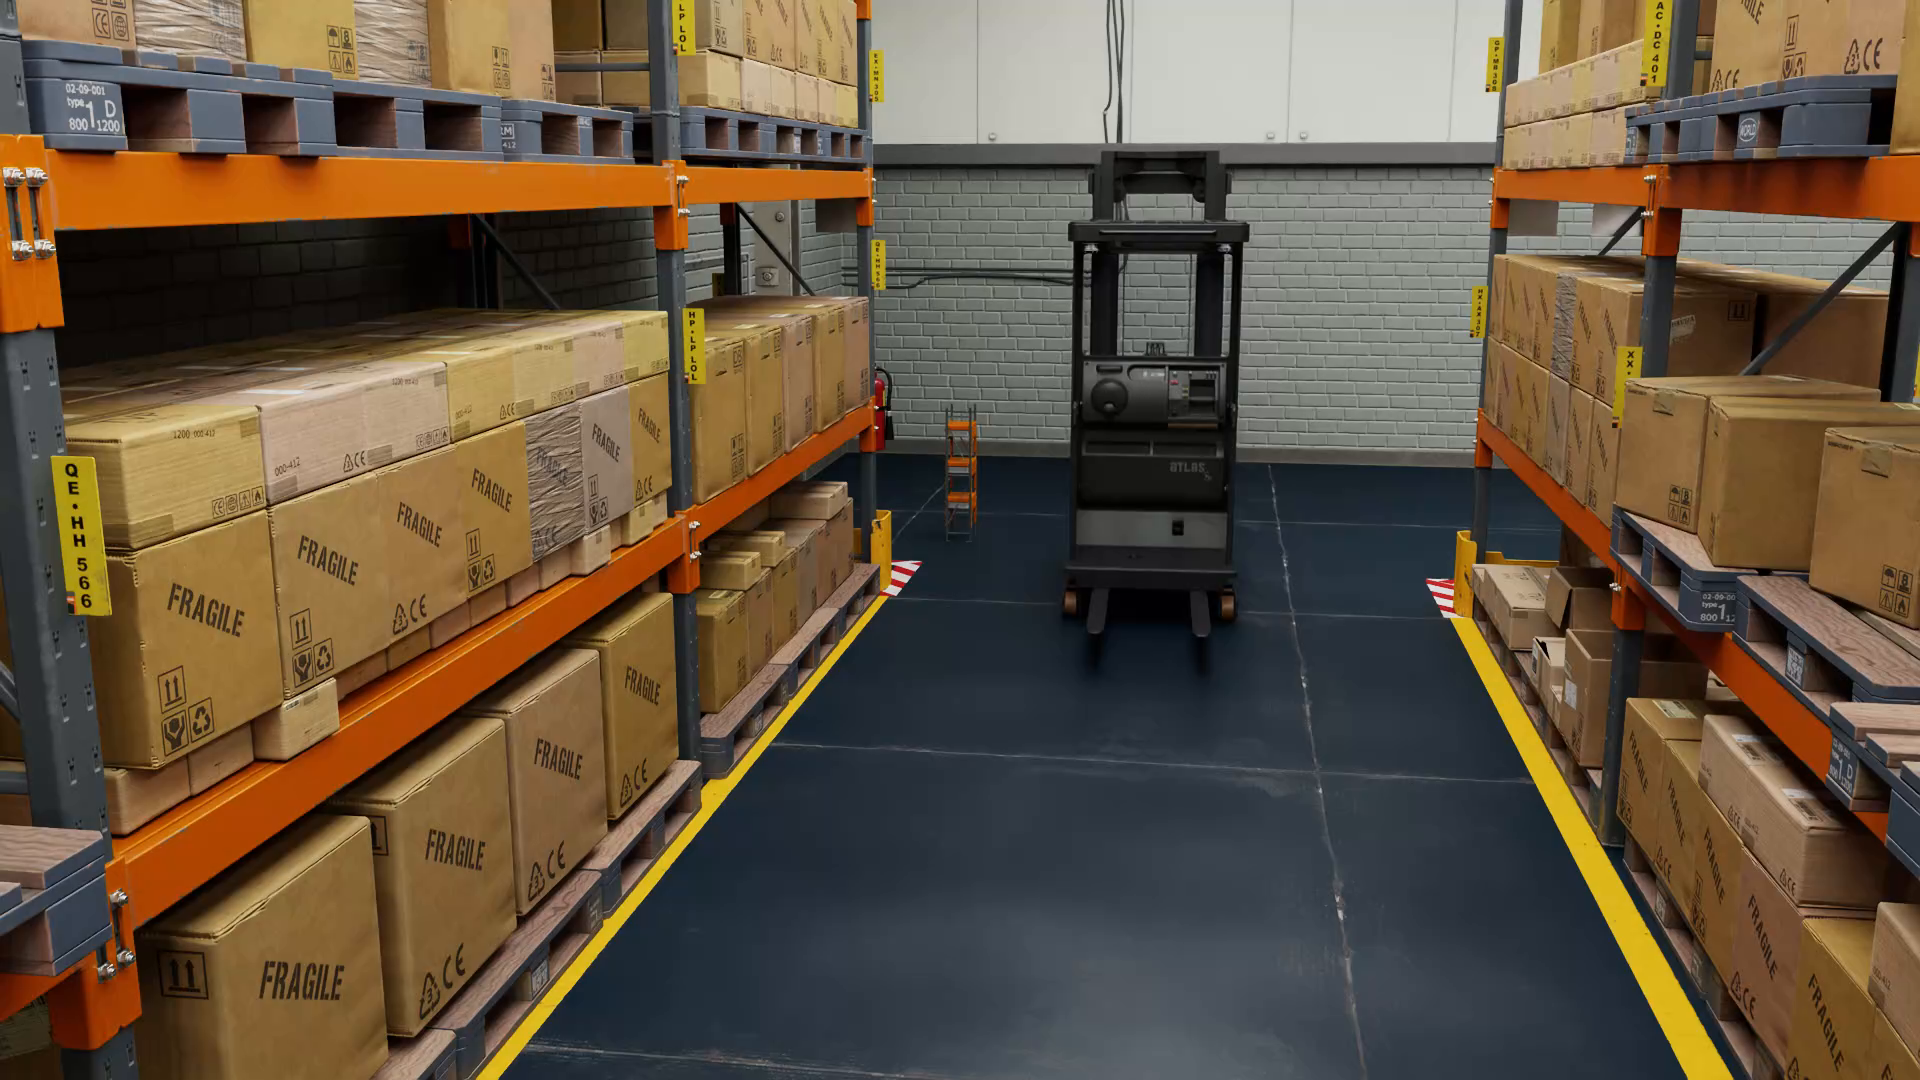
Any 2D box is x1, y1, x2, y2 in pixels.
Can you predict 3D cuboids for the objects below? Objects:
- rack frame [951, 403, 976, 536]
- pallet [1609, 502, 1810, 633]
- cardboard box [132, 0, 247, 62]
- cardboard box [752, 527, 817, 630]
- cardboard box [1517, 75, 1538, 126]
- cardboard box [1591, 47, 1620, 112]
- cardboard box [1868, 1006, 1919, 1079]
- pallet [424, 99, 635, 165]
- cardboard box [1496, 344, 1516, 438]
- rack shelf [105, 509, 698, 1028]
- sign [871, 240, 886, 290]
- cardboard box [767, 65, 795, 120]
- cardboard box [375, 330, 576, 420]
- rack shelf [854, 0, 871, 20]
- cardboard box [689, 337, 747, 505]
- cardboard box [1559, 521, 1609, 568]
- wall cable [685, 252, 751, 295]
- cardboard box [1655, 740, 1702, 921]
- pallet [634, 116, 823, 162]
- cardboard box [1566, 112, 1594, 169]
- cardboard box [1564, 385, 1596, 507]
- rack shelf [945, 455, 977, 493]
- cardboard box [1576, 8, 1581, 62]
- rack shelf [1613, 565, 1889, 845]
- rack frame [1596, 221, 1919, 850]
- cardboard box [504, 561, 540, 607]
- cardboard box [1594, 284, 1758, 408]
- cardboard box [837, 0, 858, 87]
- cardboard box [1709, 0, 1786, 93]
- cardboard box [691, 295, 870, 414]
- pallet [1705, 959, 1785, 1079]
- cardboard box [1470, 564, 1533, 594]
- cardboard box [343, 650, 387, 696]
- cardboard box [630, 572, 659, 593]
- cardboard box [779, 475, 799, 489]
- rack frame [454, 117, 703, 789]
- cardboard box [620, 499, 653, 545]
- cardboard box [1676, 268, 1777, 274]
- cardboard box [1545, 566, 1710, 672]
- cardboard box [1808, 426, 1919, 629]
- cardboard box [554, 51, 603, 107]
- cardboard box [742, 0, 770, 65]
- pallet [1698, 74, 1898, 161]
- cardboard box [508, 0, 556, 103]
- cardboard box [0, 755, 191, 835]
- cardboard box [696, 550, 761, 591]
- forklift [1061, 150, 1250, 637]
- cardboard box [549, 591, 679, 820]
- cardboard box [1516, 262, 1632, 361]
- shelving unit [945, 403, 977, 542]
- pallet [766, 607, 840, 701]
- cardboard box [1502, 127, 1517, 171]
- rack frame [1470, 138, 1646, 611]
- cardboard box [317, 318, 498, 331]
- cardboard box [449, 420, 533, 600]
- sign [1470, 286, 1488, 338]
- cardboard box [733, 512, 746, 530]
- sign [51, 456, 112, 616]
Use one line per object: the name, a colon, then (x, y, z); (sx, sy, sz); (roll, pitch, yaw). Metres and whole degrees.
rack frame: (0.027, -0.550, 13.052); (0.200, 1.050, 0.008); (2, 12, 9)
pallet: (2.972, 0.089, 5.918); (1.003, 0.211, 1.213); (2, 12, 9)
cardboard box: (-2.260, -1.440, 4.154); (0.700, 0.500, 0.500); (1, 12, 6)
cardboard box: (-1.240, 0.214, 9.816); (0.700, 0.500, 0.500); (1, 12, 7)
cardboard box: (3.398, -2.436, 9.225); (0.500, 0.250, 0.500); (2, 12, 9)
cardboard box: (3.090, -2.019, 7.293); (0.500, 0.250, 0.500); (2, 12, 9)
cardboard box: (2.500, 1.469, 3.945); (0.500, 0.500, 0.500); (2, 12, 11)
pallet: (-1.785, -1.508, 6.205); (0.805, 0.209, 1.217); (1, 12, 6)
cardboard box: (3.415, -0.858, 9.618); (0.500, 0.500, 0.500); (2, 12, 8)
rack shelf: (-2.000, 0.440, 5.538); (1.077, 0.370, 4.000); (2, 12, 9)
sign: (-0.543, -1.822, 11.016); (0.100, 0.325, 0.005); (2, 12, 9)
cardboard box: (-1.162, -2.323, 8.654); (0.500, 0.250, 0.500); (2, 12, 7)
cardboard box: (-1.678, -0.581, 5.796); (0.500, 0.250, 0.500); (2, 12, 10)
rack shelf: (-1.385, -3.130, 8.812); (1.077, 0.370, 4.000); (2, 12, 9)
cardboard box: (-1.593, -0.587, 7.884); (0.980, 0.700, 0.700); (2, 12, 10)
cardboard box: (3.978, 0.127, 10.171); (0.500, 0.500, 0.500); (2, 12, 9)
wall cable: (-1.815, -1.954, 12.530); (0.084, 1.984, 1.851); (2, 12, 9)
cardboard box: (2.817, 1.043, 5.922); (0.500, 0.500, 0.500); (2, 12, 9)
pallet: (-1.366, -2.174, 9.051); (1.003, 0.211, 1.213); (2, 12, 9)
cardboard box: (3.171, -1.879, 7.828); (0.500, 0.250, 0.500); (2, 12, 9)
cardboard box: (3.104, -0.437, 7.662); (0.500, 0.500, 0.500); (2, 12, 10)
rack shelf: (0.008, -0.514, 12.937); (0.215, 0.259, 0.240); (2, 12, 9)
cardboard box: (3.624, -2.688, 8.617); (0.700, 0.500, 0.500); (2, 12, 9)
rack shelf: (2.895, 0.600, 4.797); (1.077, 0.370, 4.000); (2, 12, 9)
rack frame: (3.203, -0.168, 6.653); (1.000, 3.000, 0.127); (2, 12, 9)
cardboard box: (-1.703, 0.128, 5.829); (0.380, 0.149, 0.250); (2, 12, 7)
cardboard box: (3.025, -0.819, 7.064); (0.500, 0.500, 0.500); (2, 12, 9)
cardboard box: (-0.920, -3.013, 10.076); (0.500, 0.500, 0.500); (2, 12, 8)
cardboard box: (3.053, -1.835, 5.796); (0.600, 0.600, 0.600); (1, 12, 3)
cardboard box: (-1.146, -1.201, 10.732); (0.980, 0.700, 0.700); (2, 12, 11)
pallet: (2.930, 1.620, 4.974); (1.003, 0.211, 1.213); (2, 12, 9)
cardboard box: (3.414, 0.254, 10.418); (0.380, 0.149, 0.250); (2, 12, 9)
cardboard box: (-1.908, 0.342, 4.838); (0.380, 0.149, 0.250); (2, 12, 10)
cardboard box: (-1.695, 0.243, 8.142); (0.380, 0.149, 0.250); (2, 12, 8)
cardboard box: (-1.264, -0.344, 10.868); (0.380, 0.149, 0.250); (2, 12, 9)
rack frame: (-1.692, -0.328, 7.394); (1.000, 3.000, 0.127); (2, 12, 9)
cardboard box: (-1.480, -0.082, 6.802); (0.380, 0.149, 0.250); (2, 12, 10)
cardboard box: (3.790, -1.117, 8.444); (0.500, 0.500, 0.500); (2, 12, 10)
cardboard box: (3.487, 0.446, 8.685); (0.797, 0.503, 0.637); (2, 12, 9)
cardboard box: (2.992, -0.052, 4.882); (0.700, 0.500, 0.500); (-1, 12, -6)
cardboard box: (-1.819, -2.125, 7.735); (0.500, 0.250, 0.500); (2, 12, 9)
cardboard box: (-1.233, -2.588, 8.104); (0.500, 0.500, 0.500); (2, 12, 7)
pallet: (2.877, -1.193, 4.735); (1.213, 0.211, 1.003); (2, 12, 9)
cardboard box: (-1.936, -1.878, 6.188); (0.700, 0.500, 0.500); (1, 12, 6)
cardboard box: (-2.028, 0.557, 3.838); (0.380, 0.149, 0.250); (2, 12, 8)
cardboard box: (-1.243, 0.154, 8.555); (0.380, 0.149, 0.250); (2, 12, 11)
forklift: (1.246, -0.995, 10.652); (1.130, 2.935, 3.031); (1, 12, 7)
cardboard box: (-1.664, 0.657, 6.929); (0.750, 0.750, 0.750); (2, 12, 9)
cardboard box: (3.335, -1.241, 9.023); (0.500, 0.500, 0.500); (2, 12, 9)
shelving unit: (0.008, -0.524, 12.934); (0.215, 1.050, 0.252); (2, 12, 9)
pallet: (-1.313, 0.625, 9.592); (1.003, 0.211, 1.213); (2, 12, 9)
cardboard box: (3.488, -2.295, 9.758); (0.500, 0.250, 0.500); (2, 12, 9)
rack frame: (3.818, -1.001, 10.517); (1.000, 3.000, 0.127); (2, 12, 9)
cardboard box: (-2.094, -0.702, 6.360); (0.500, 0.250, 0.500); (2, 12, 9)
cardboard box: (-1.740, -0.113, 5.405); (0.500, 0.500, 0.500); (2, 12, 10)
sign: (3.282, -1.441, 10.507); (0.100, 0.325, 0.005); (2, 12, 9)
cardboard box: (-1.458, -0.080, 9.643); (0.380, 0.149, 0.250); (2, 12, 9)
sign: (-1.770, -0.007, 3.344); (0.100, 0.325, 0.005); (2, 12, 9)
